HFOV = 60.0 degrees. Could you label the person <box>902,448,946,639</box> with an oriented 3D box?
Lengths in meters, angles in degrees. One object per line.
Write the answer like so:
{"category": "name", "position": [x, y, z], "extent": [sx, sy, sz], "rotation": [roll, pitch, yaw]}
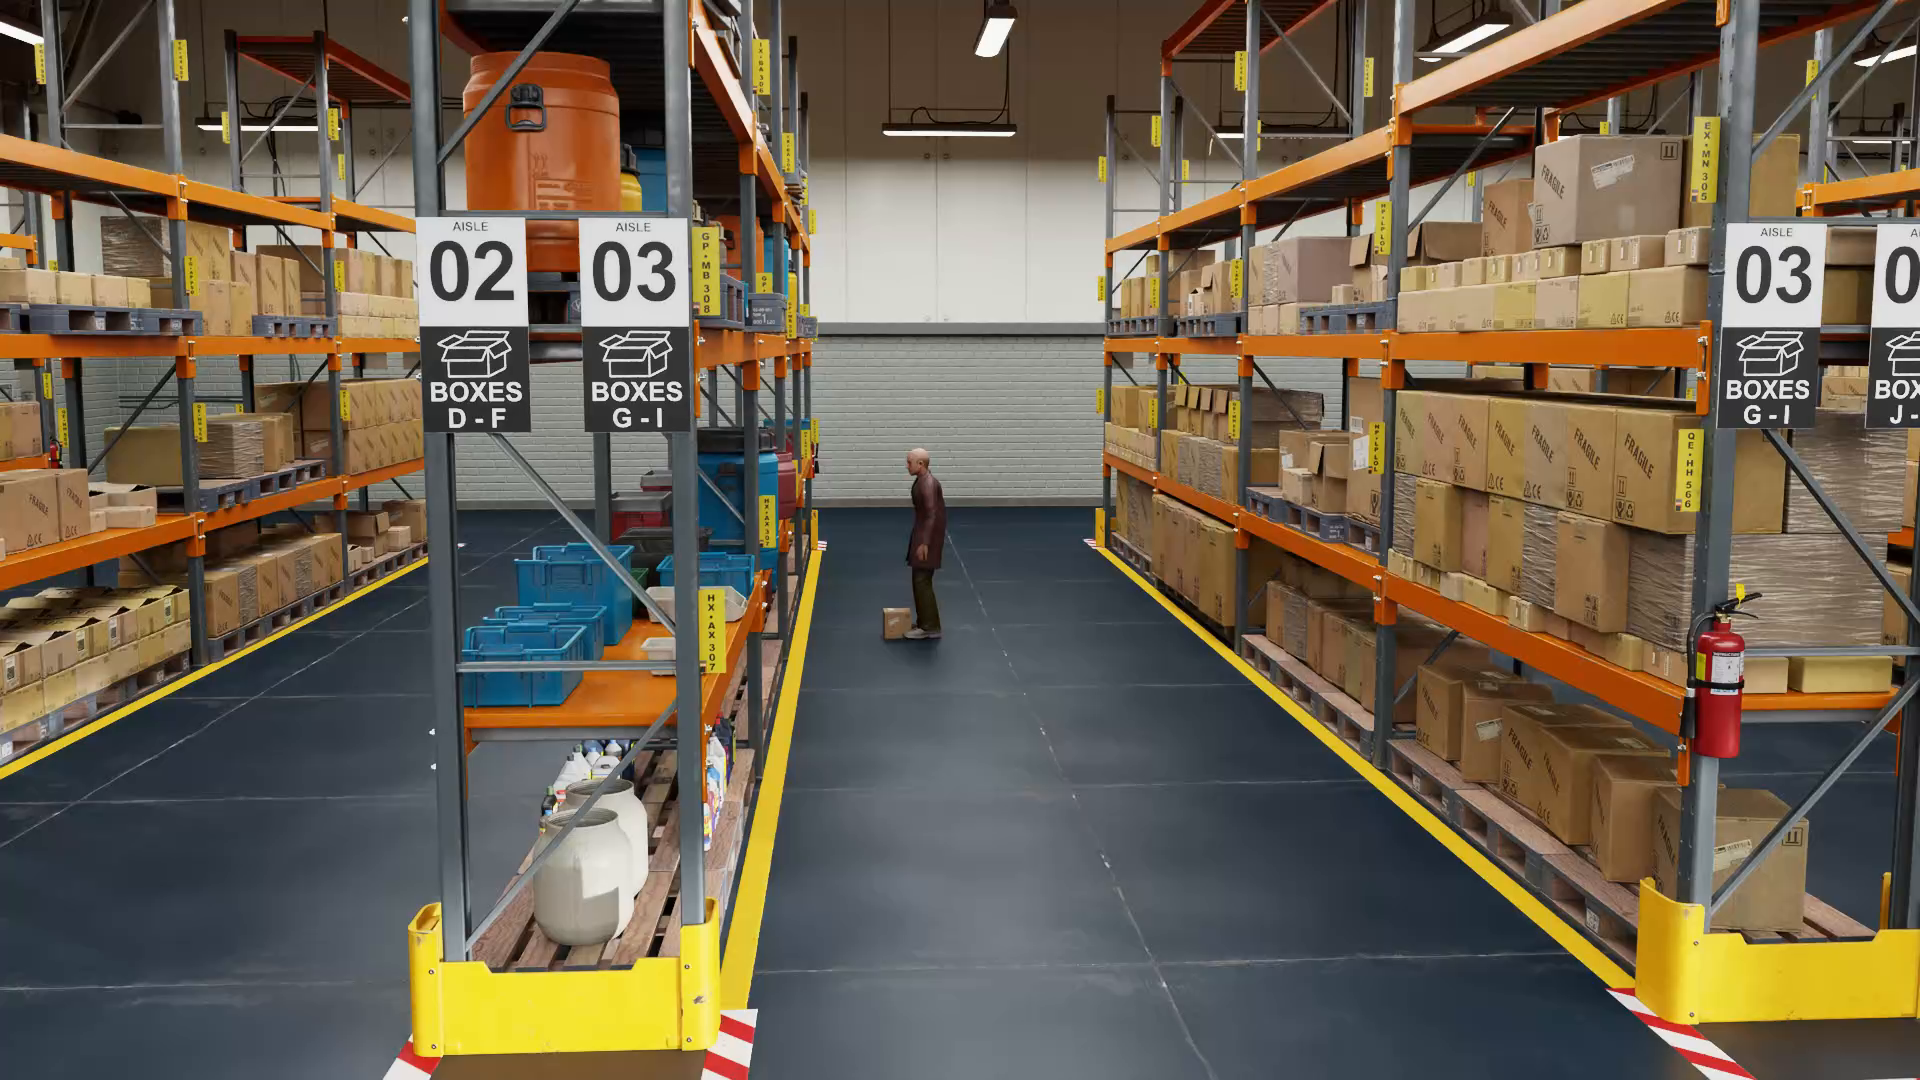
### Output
{"category": "person", "position": [-0.343, 0.026, 15.576], "extent": [0.422, 1.774, 0.653], "rotation": [-1, 7, -7]}
